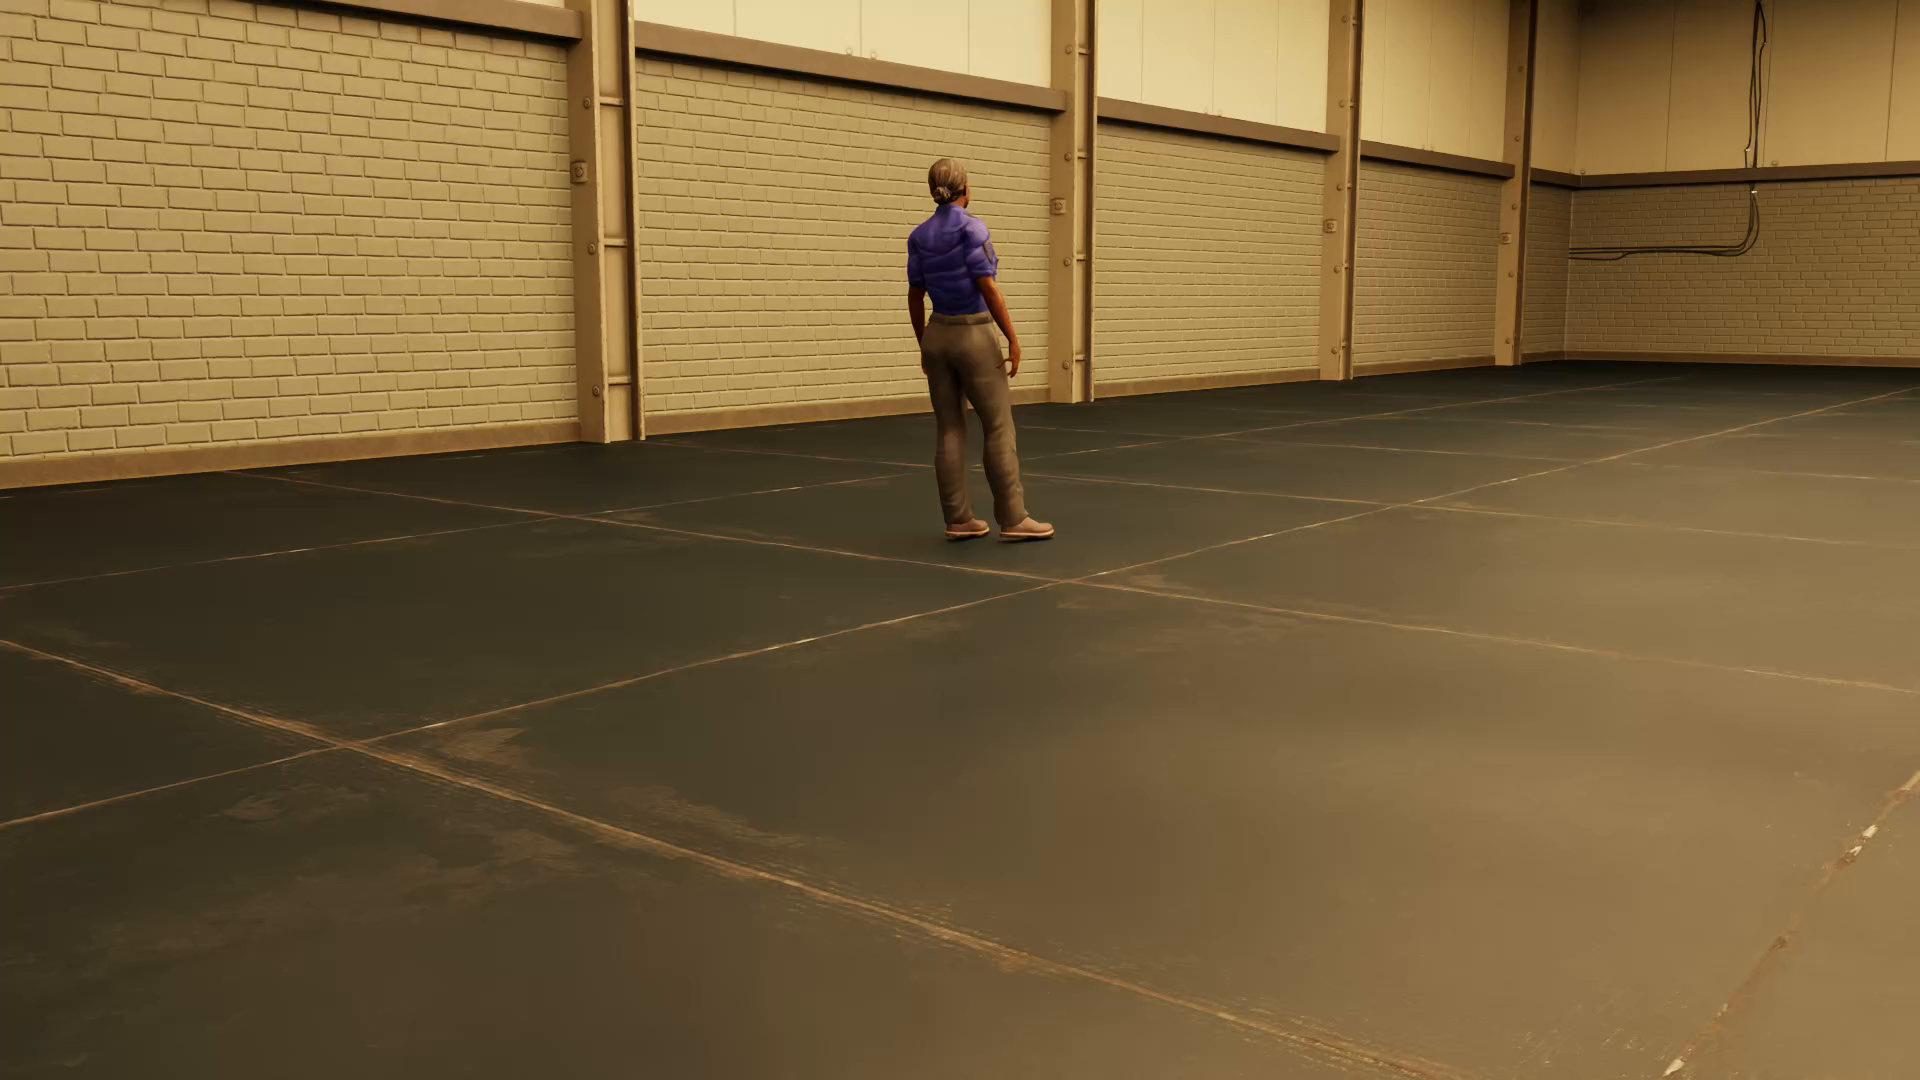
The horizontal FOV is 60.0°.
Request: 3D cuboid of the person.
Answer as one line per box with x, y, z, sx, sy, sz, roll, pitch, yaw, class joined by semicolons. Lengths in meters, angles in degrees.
0.071;-0.834;7.339;0.569;1.656;0.503;7;11;38;person
